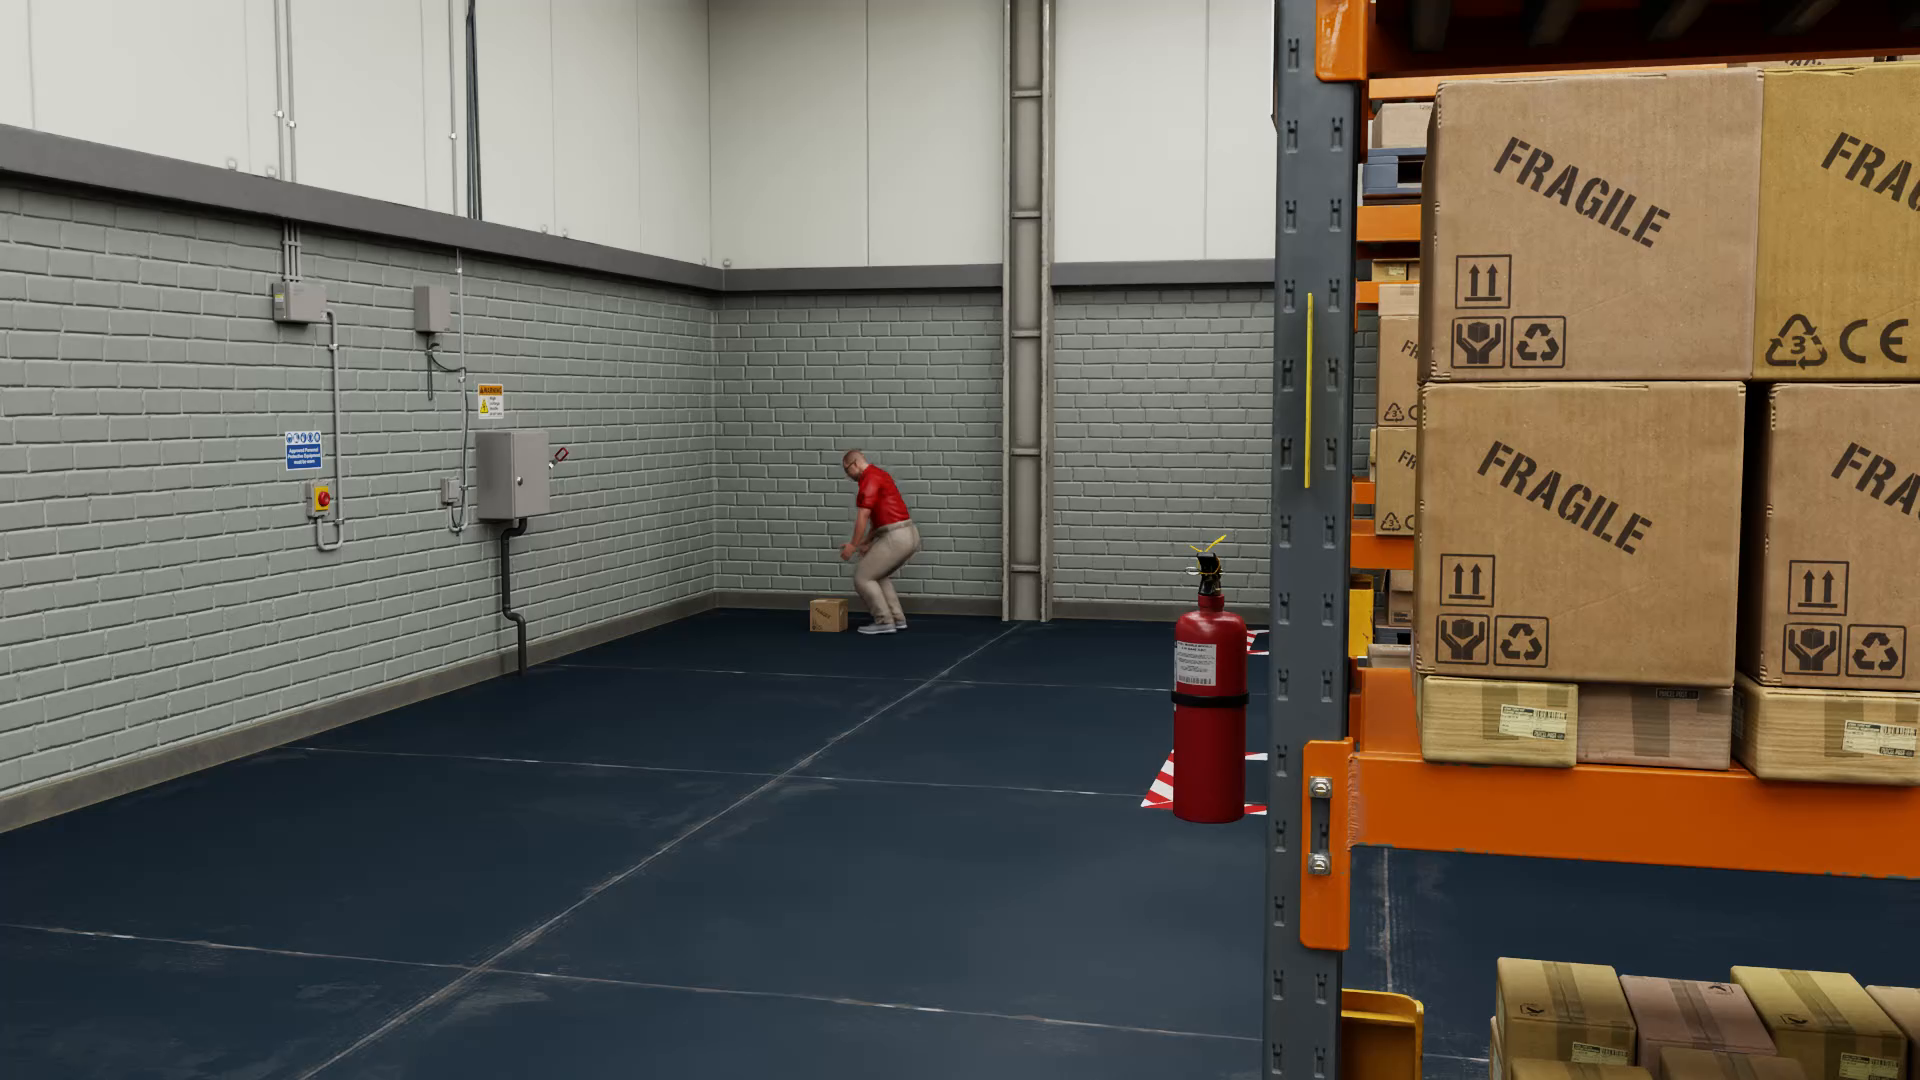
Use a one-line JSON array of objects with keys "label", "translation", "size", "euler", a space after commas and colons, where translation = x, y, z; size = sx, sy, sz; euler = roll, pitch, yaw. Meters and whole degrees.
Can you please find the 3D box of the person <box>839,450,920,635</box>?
[{"label": "person", "translation": [-0.667, 0.019, 13.758], "size": [0.621, 1.513, 0.586], "euler": [1, 5, 14]}]
